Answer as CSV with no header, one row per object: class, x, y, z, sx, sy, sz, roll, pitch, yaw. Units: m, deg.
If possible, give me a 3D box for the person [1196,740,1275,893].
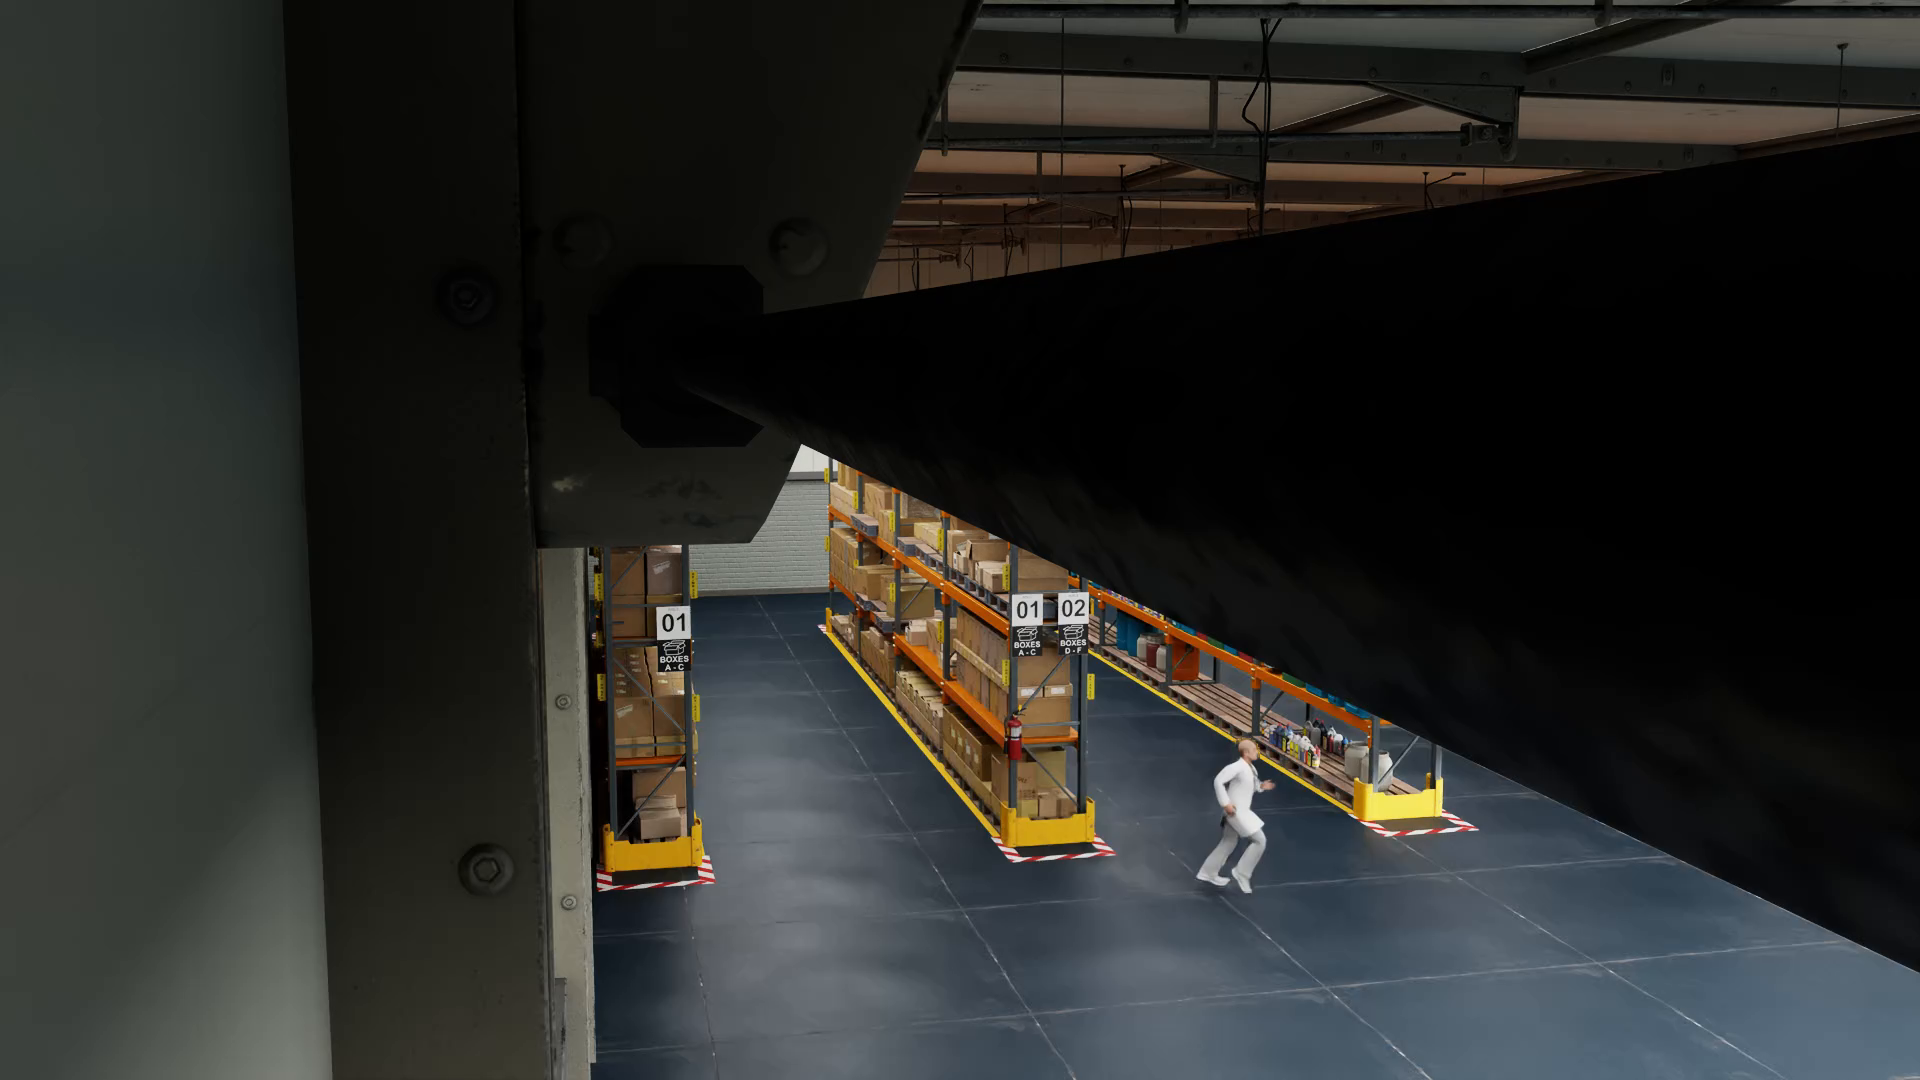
person,3.189,3.199,19.226,0.881,1.819,0.663,1,7,10
